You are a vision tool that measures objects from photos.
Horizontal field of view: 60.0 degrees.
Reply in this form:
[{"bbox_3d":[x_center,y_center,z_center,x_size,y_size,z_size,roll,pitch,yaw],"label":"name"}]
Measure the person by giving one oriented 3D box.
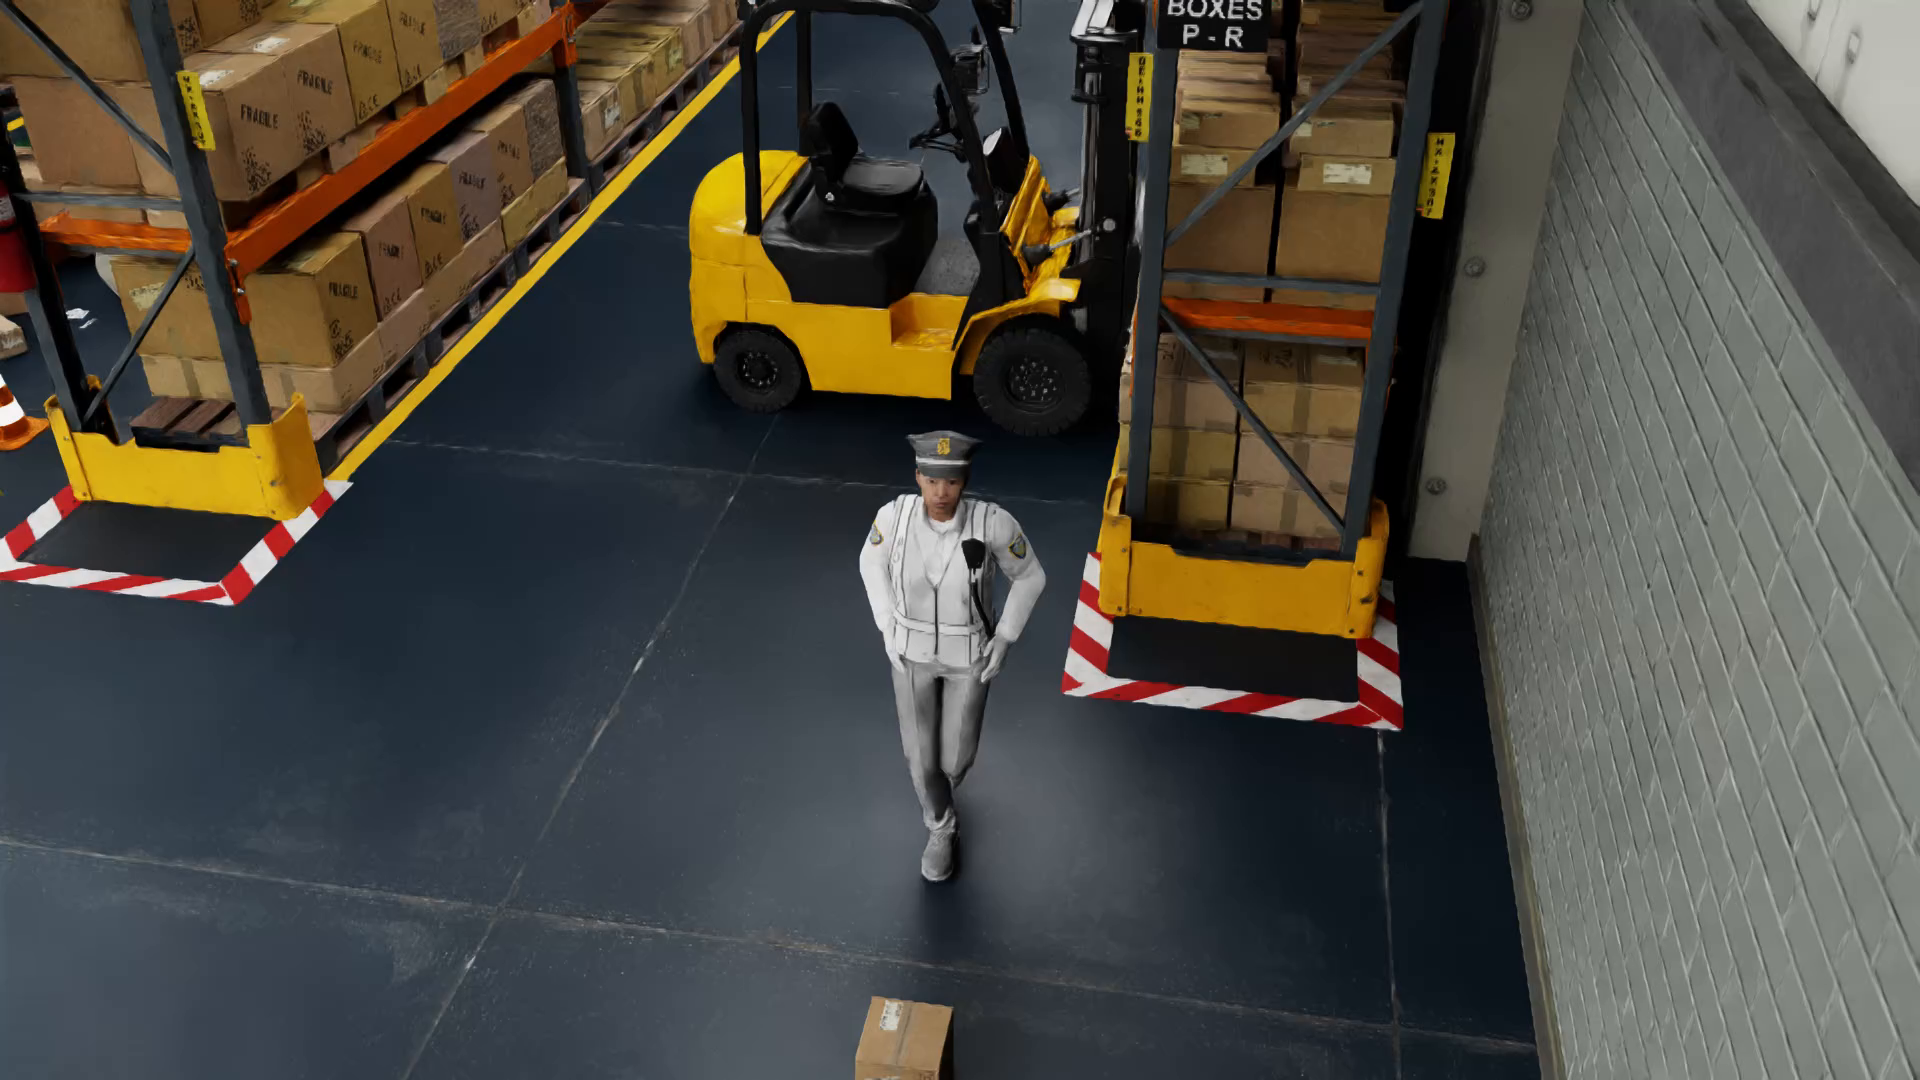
[{"bbox_3d":[-0.040,0.345,5.587,0.635,1.661,0.598,5,33,8],"label":"person"}]
